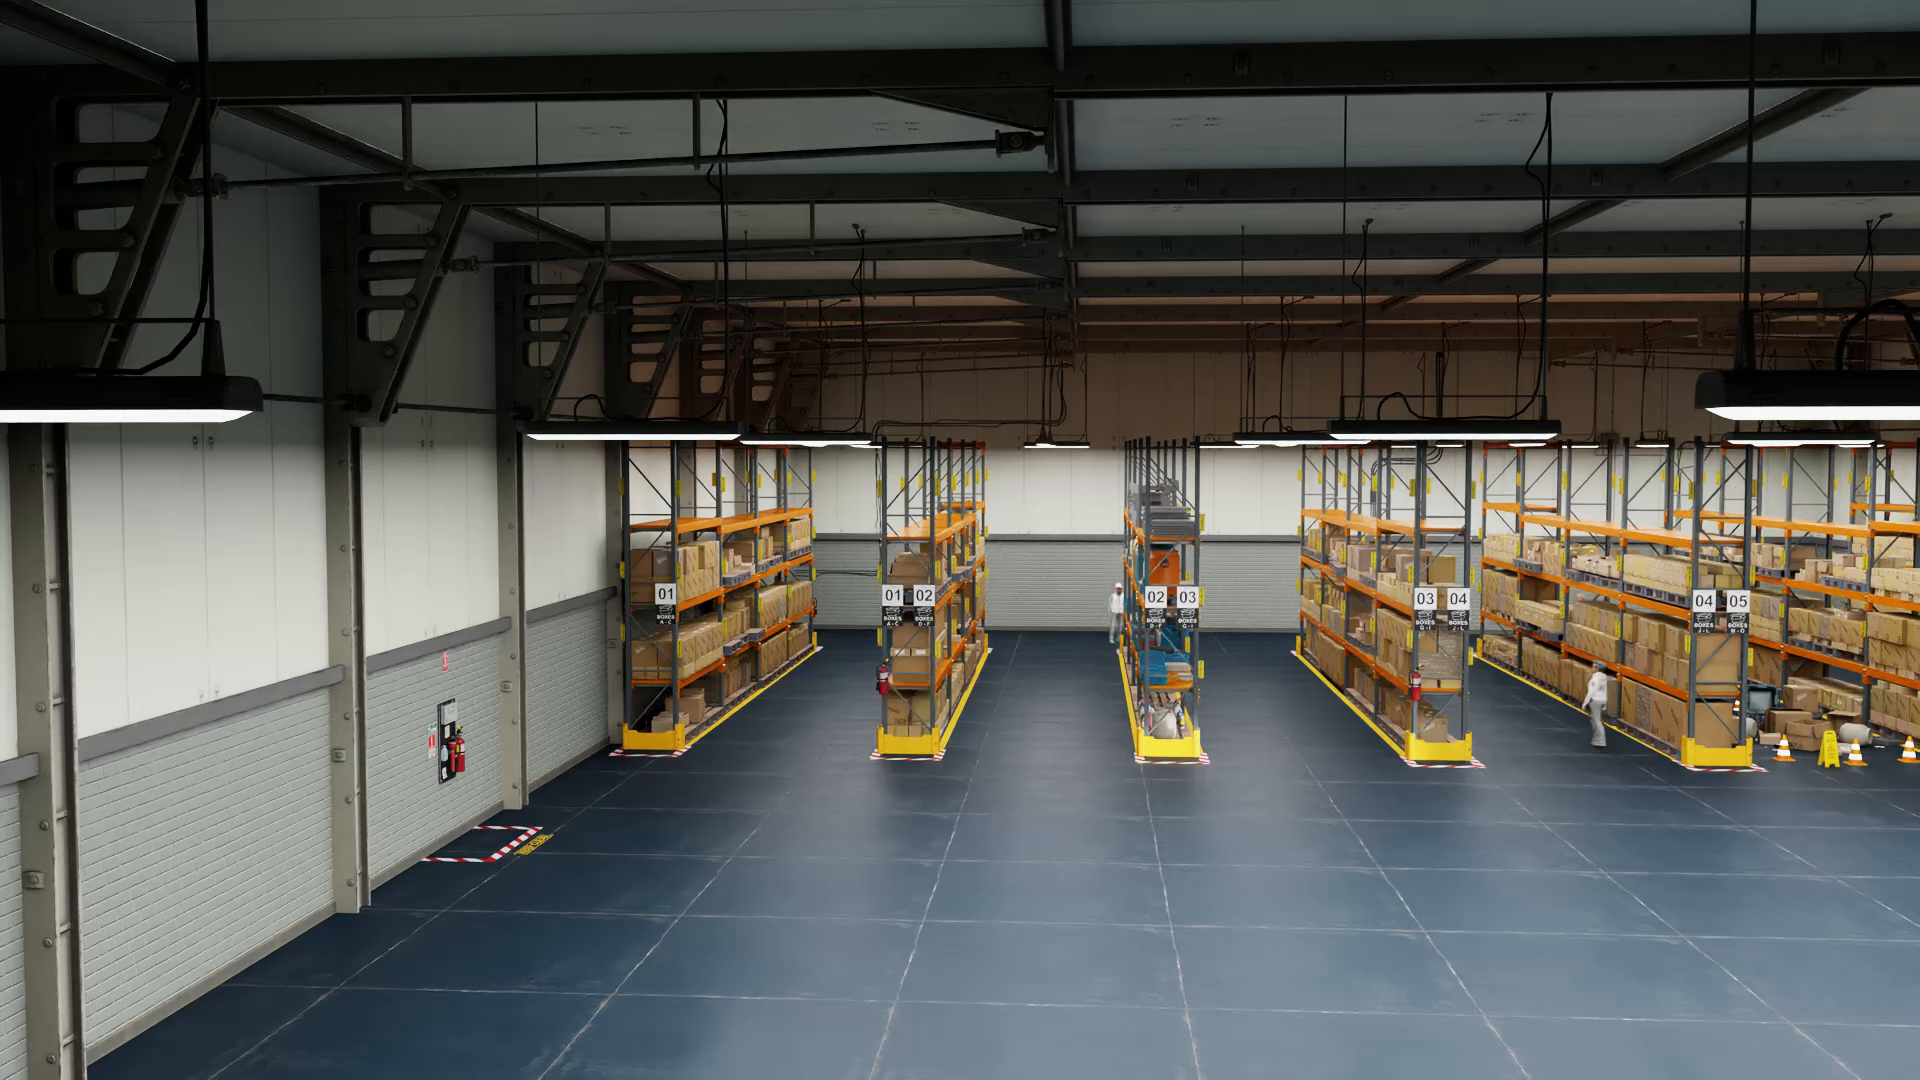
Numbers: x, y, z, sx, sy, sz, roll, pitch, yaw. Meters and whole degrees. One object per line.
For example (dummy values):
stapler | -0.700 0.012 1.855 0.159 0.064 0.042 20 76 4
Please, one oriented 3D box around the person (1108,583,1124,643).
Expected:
person | 4.740 2.184 49.755 0.606 1.787 0.505 0 3 -5

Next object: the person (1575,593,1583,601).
person | 17.180 2.360 46.272 0.949 1.764 0.663 2 4 37

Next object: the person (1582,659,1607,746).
person | 12.326 3.178 32.207 0.522 1.739 0.517 -2 4 -35
